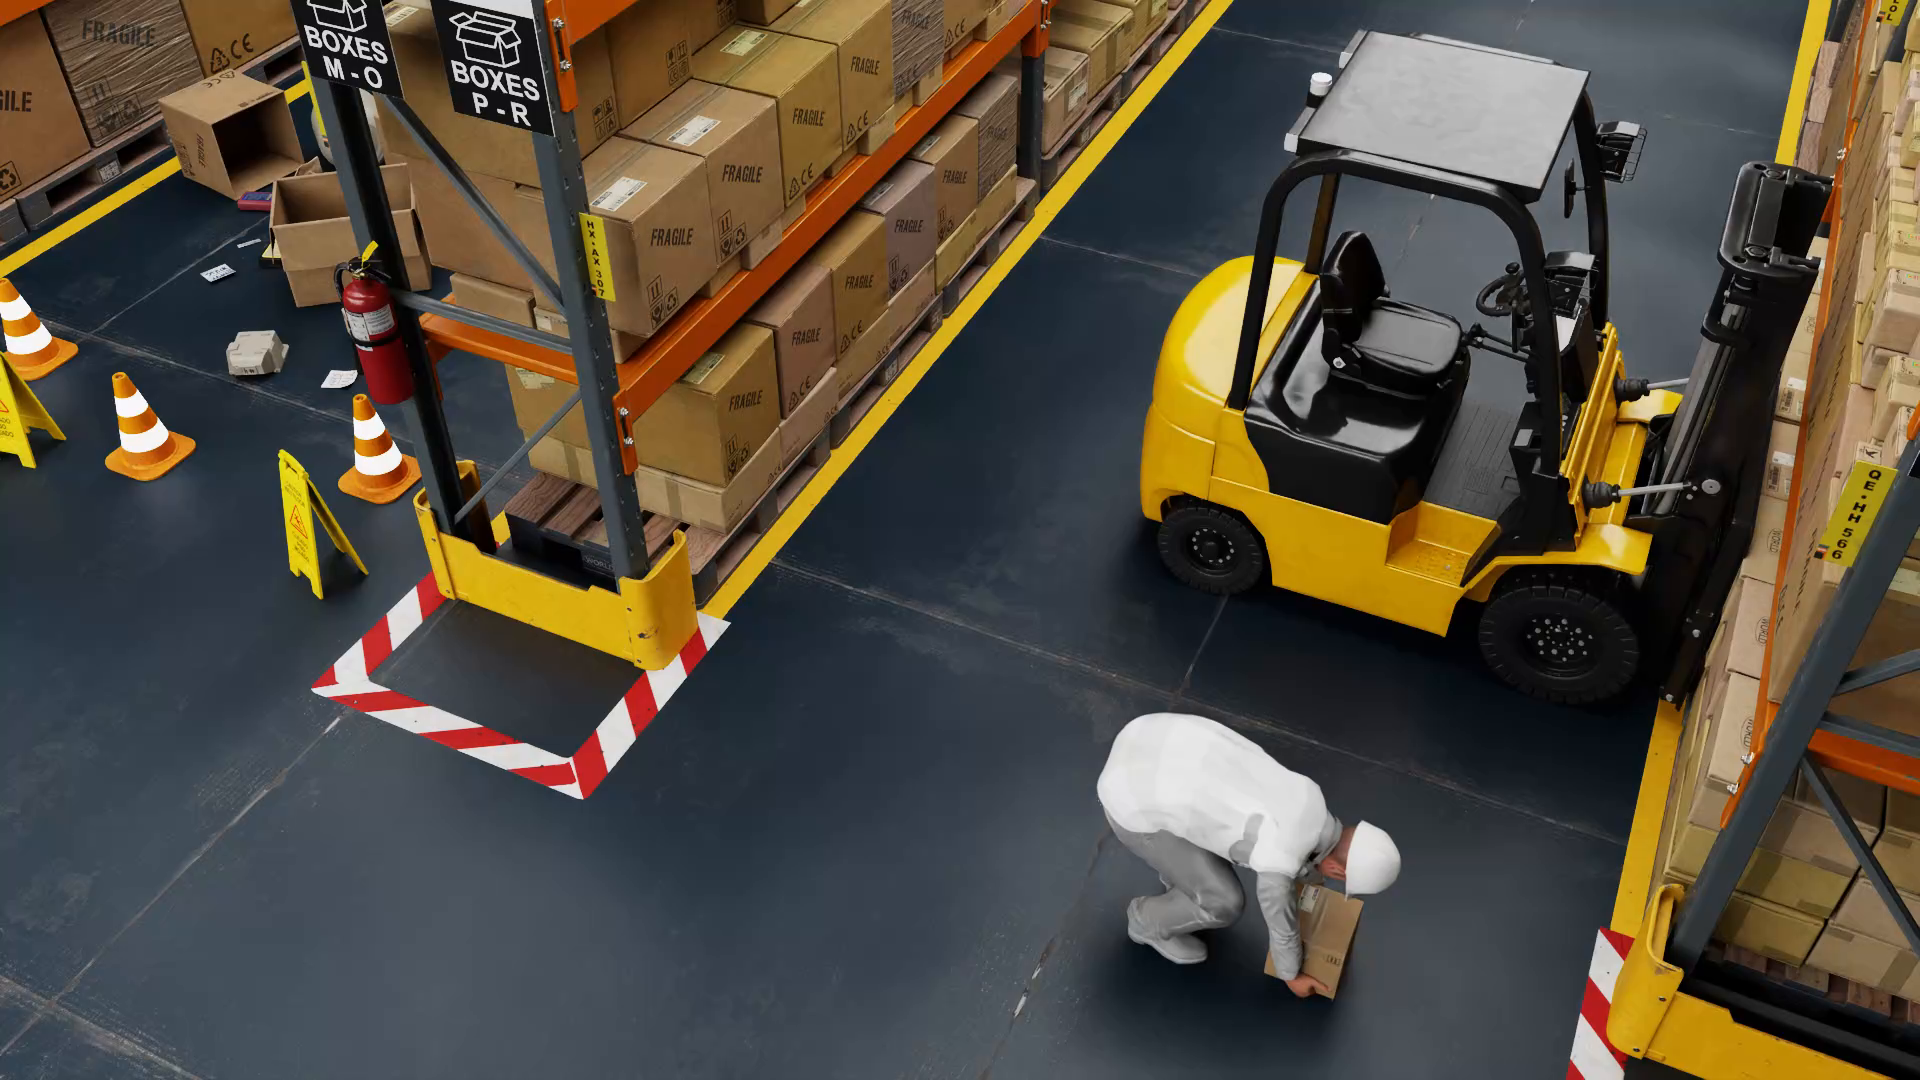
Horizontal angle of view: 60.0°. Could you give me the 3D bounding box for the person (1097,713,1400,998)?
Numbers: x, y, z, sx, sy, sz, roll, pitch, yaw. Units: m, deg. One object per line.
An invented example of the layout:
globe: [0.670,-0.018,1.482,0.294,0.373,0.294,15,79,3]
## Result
person: [0.955,1.051,5.602,0.998,0.923,0.504,15,44,17]
